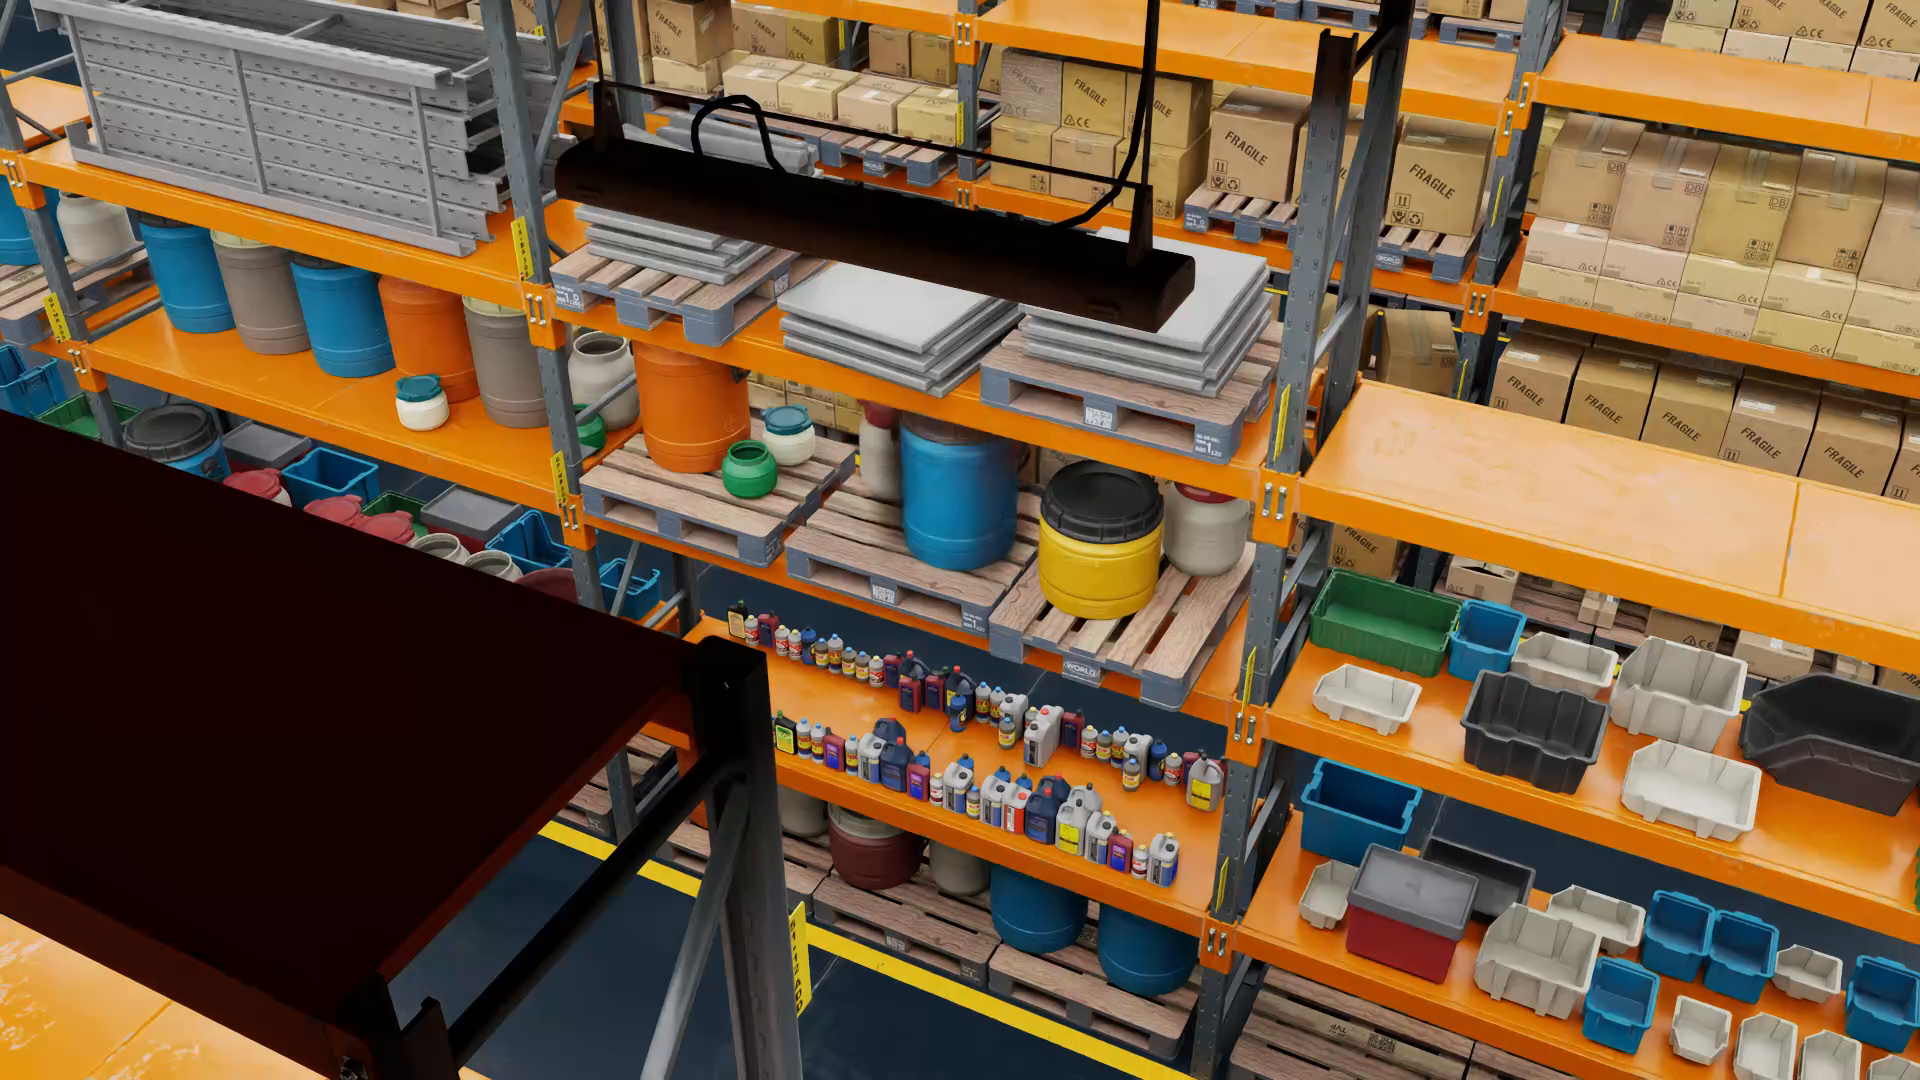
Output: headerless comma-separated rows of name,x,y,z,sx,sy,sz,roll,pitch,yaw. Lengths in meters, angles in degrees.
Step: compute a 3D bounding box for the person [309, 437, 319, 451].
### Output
person,-6.073,-1.381,14.410,0.944,1.598,0.533,1,35,2
